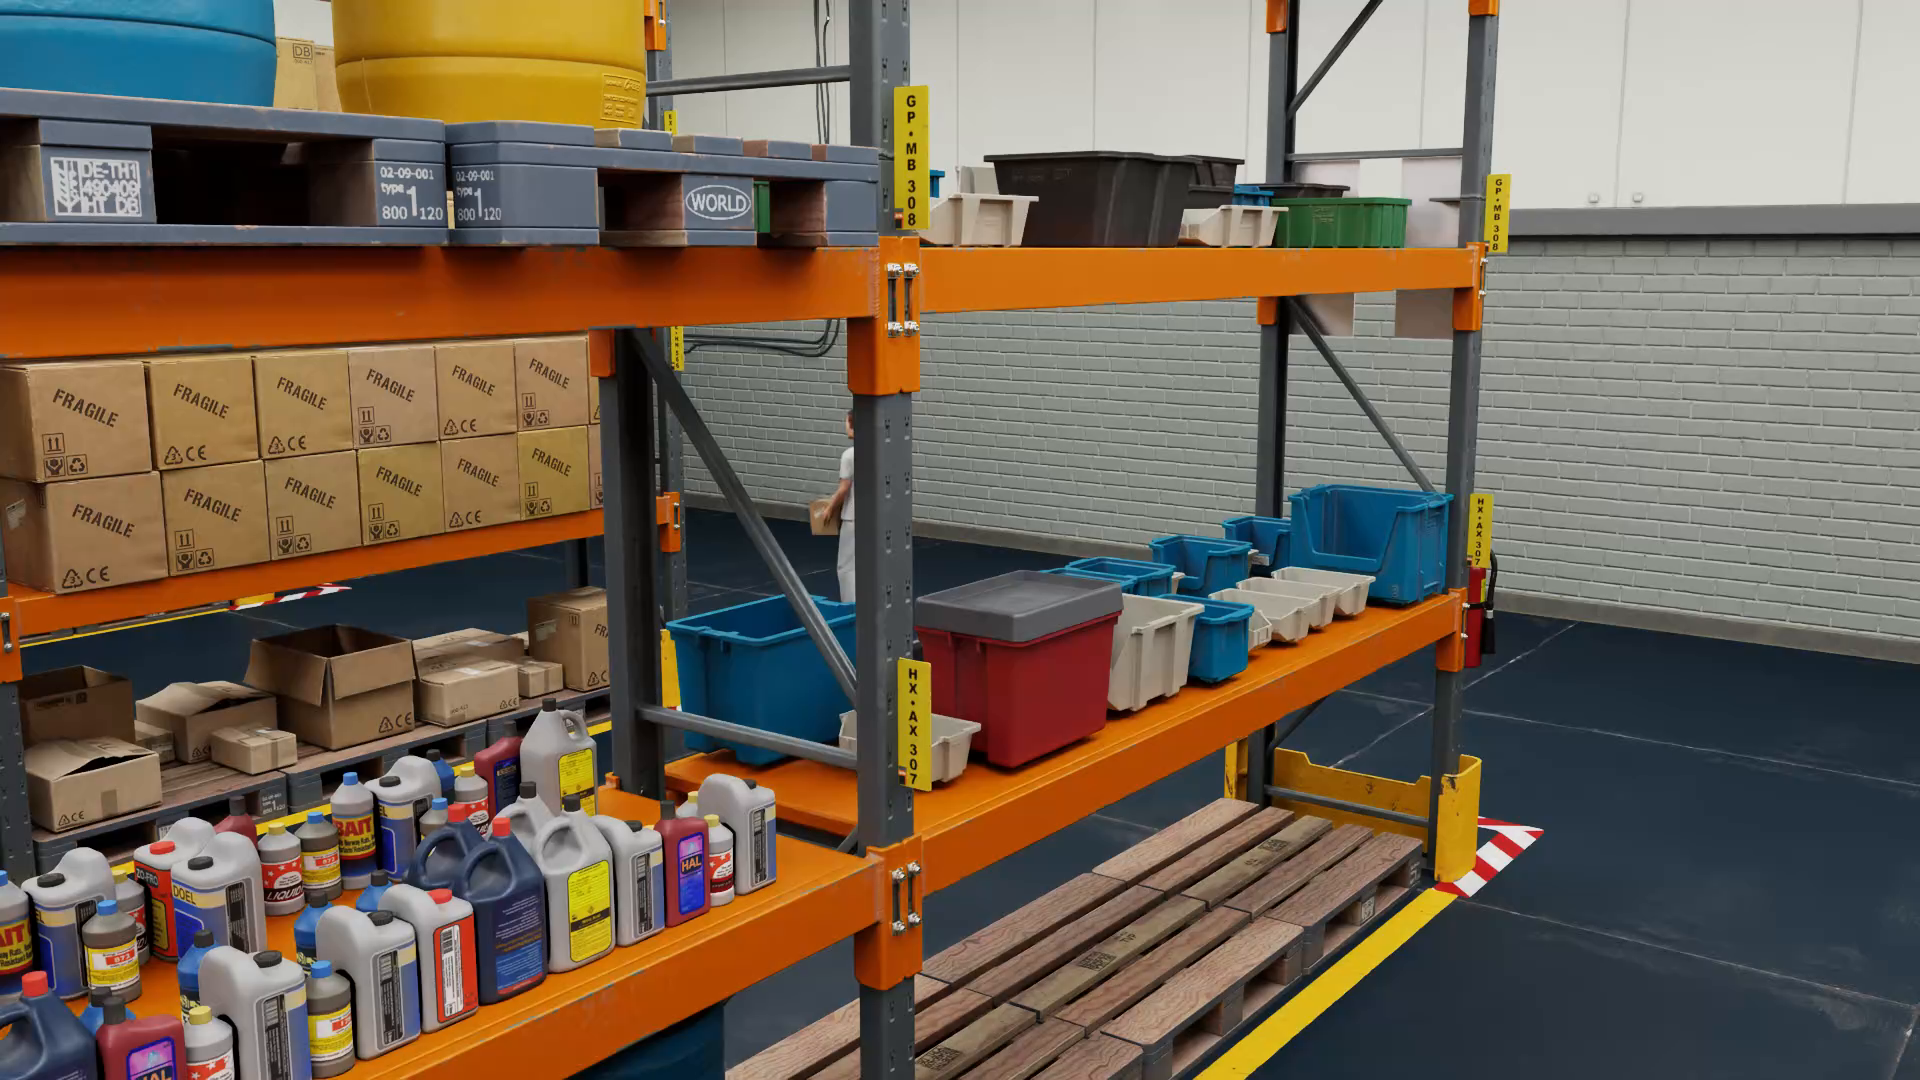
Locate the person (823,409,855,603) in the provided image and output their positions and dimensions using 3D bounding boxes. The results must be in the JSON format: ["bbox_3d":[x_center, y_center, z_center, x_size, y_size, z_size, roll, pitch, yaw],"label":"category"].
[{"bbox_3d":[-0.767,-0.135,12.220,0.426,1.657,0.465,7,12,35],"label":"person"}]
